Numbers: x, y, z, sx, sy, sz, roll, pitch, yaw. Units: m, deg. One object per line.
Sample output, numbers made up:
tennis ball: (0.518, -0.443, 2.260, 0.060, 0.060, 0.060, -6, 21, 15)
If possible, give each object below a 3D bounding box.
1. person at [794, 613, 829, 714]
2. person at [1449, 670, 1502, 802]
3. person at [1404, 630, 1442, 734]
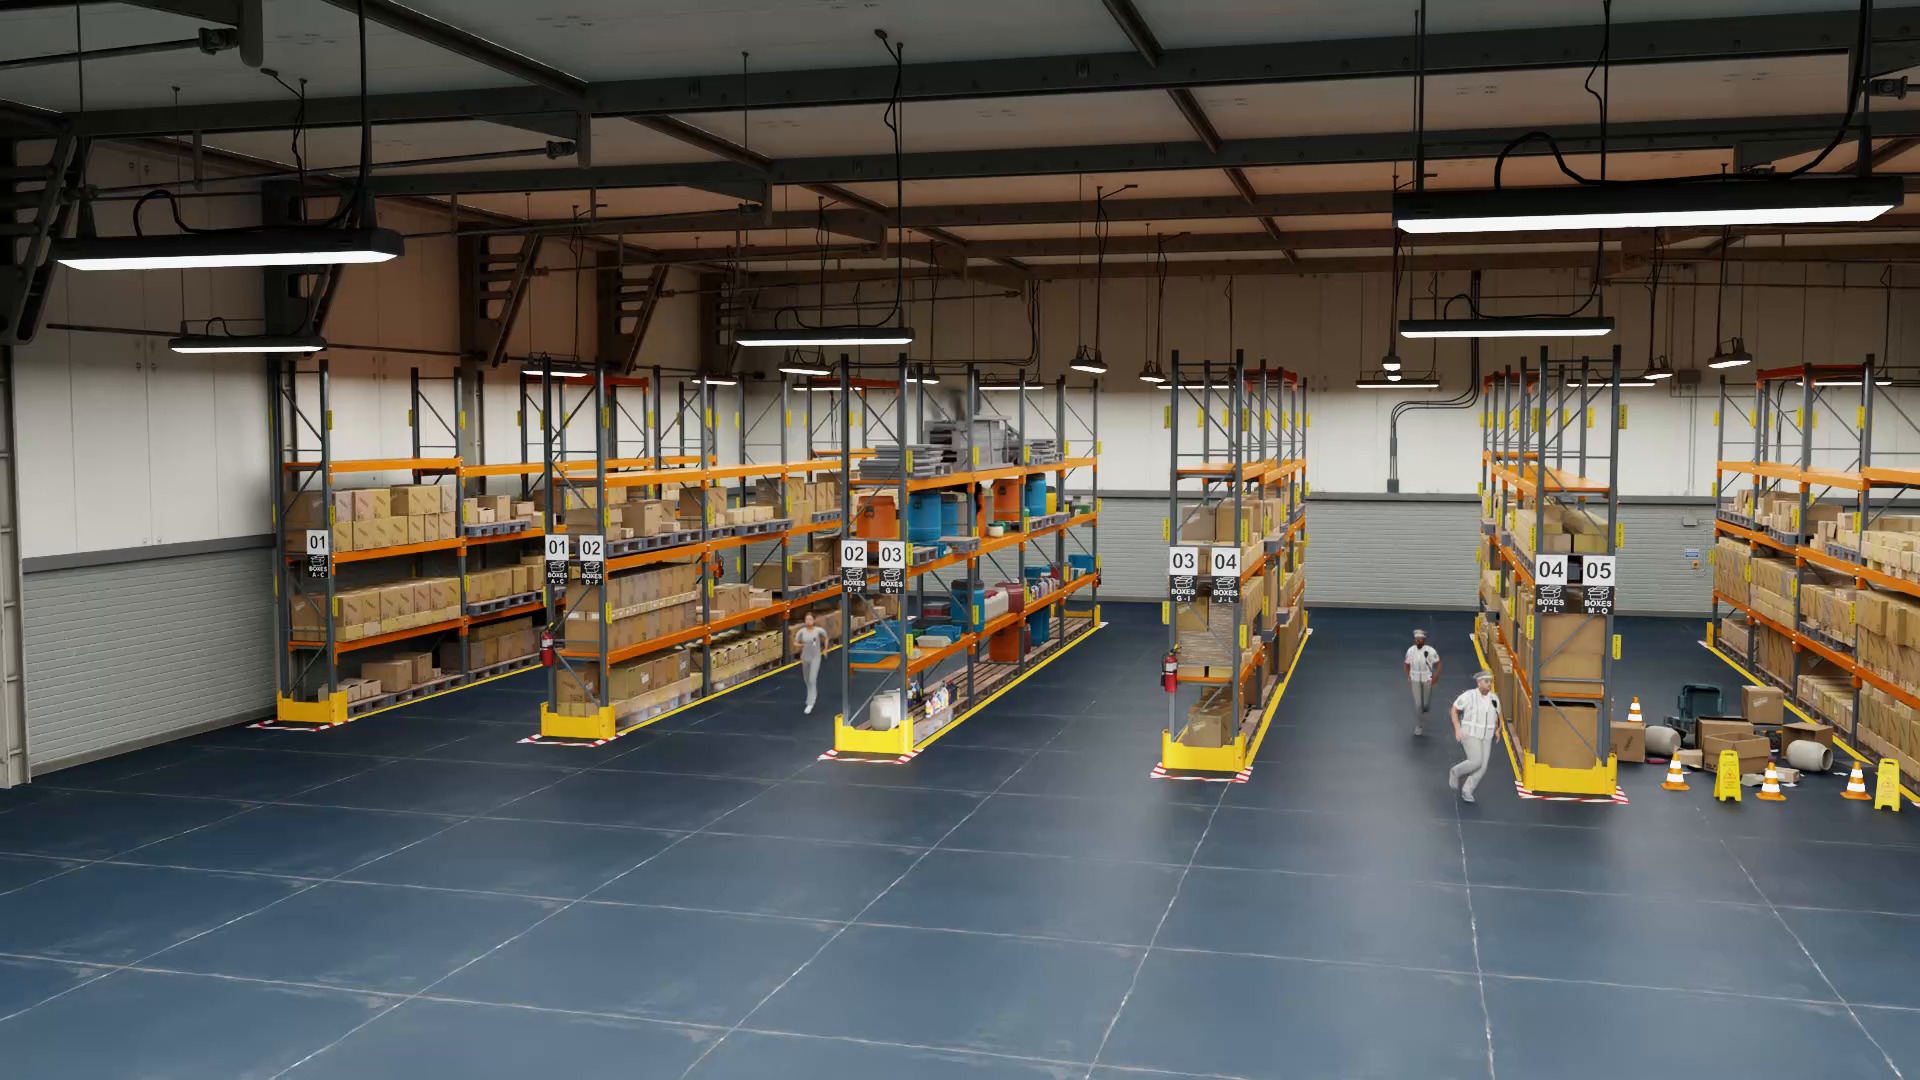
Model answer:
person: (-2.567, 2.080, 28.658, 0.550, 1.683, 0.940, 1, 4, 9)
person: (6.872, 2.571, 21.970, 0.699, 1.708, 0.551, -1, 4, -14)
person: (7.436, 2.260, 26.738, 0.587, 1.686, 0.626, 2, 5, 24)
